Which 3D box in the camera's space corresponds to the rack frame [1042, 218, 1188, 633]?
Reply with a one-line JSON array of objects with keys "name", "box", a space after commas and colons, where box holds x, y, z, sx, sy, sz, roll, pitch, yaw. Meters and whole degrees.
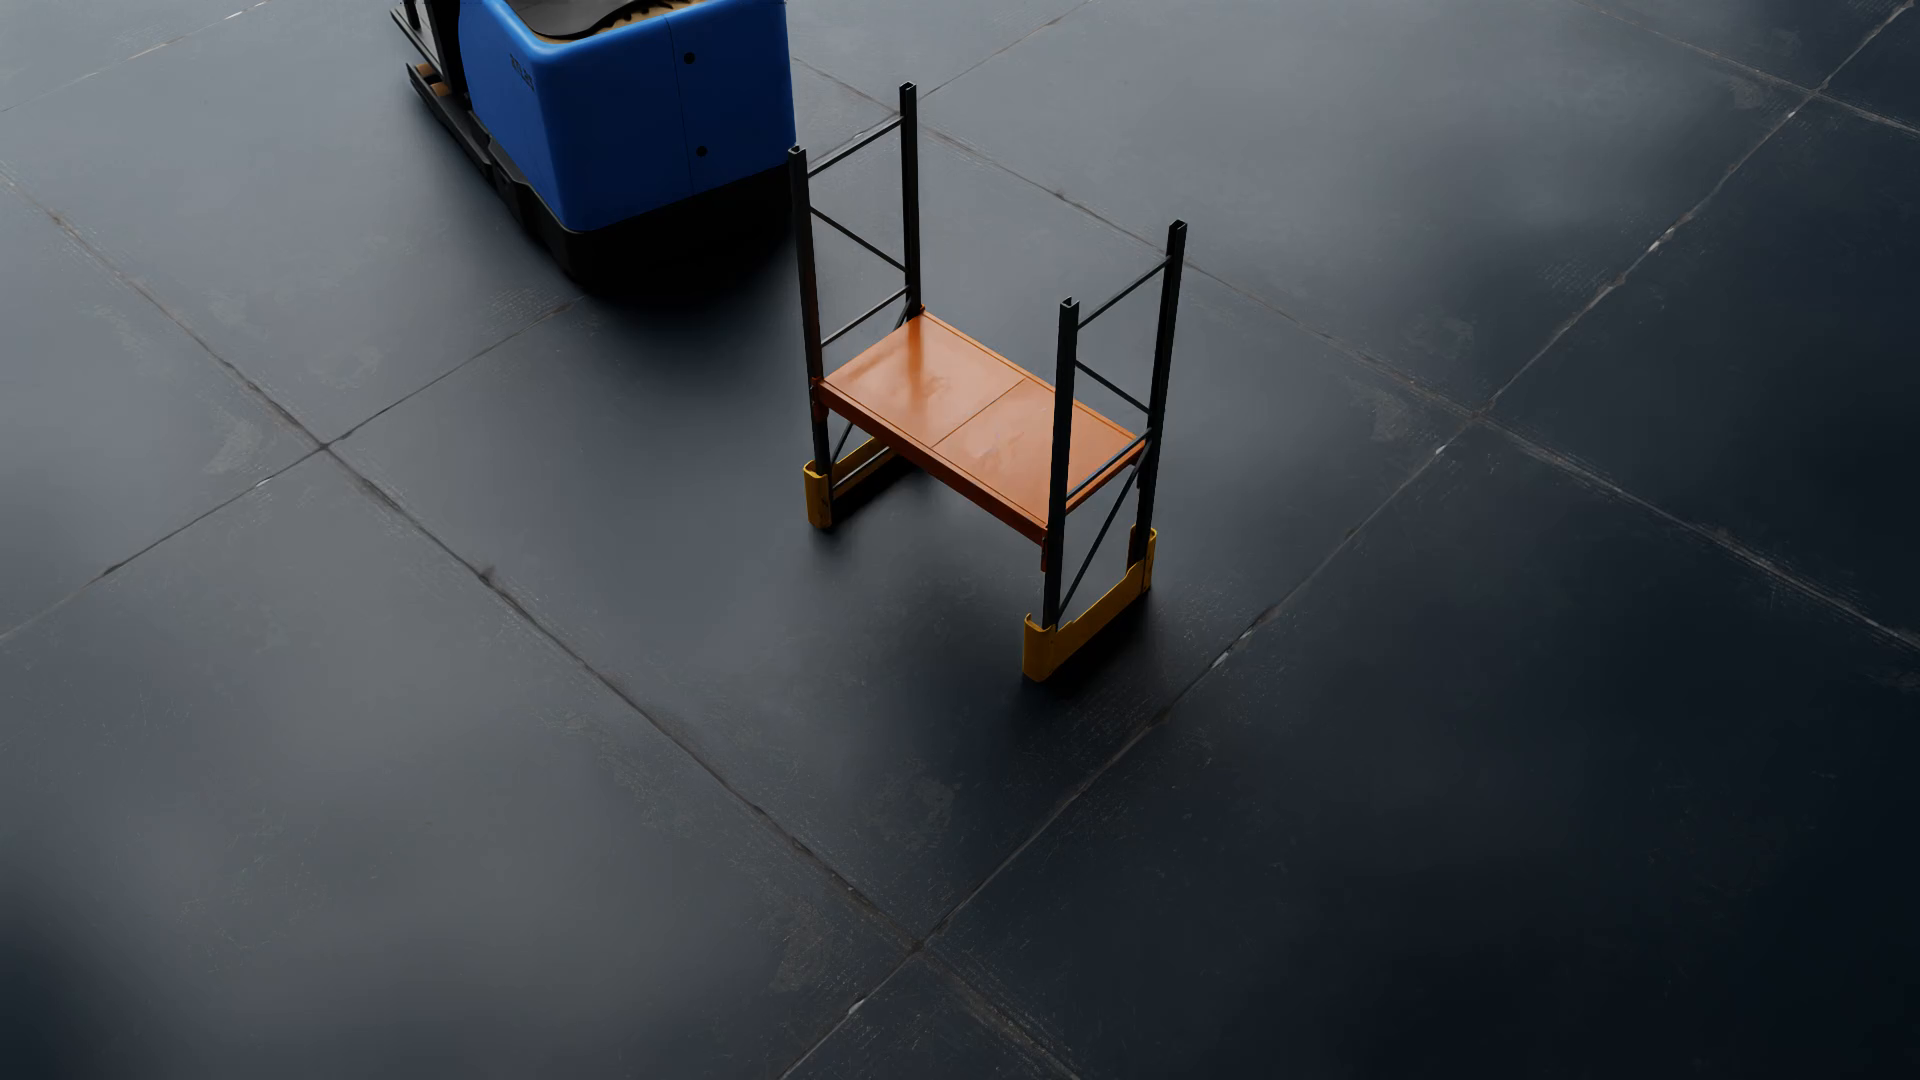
[{"name": "rack frame", "box": [0.436, -0.220, 4.928, 0.032, 1.500, 0.500, 34, 55, 28]}]

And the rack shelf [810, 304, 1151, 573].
[{"name": "rack shelf", "box": [0.063, -0.348, 5.295, 1.000, 0.185, 0.538, 34, 55, 28]}]

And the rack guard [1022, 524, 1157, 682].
[{"name": "rack guard", "box": [0.422, 0.198, 5.392, 0.087, 0.250, 0.587, 34, 55, 28]}]

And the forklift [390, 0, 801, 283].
[{"name": "forklift", "box": [-1.867, -3.079, 6.631, 1.130, 2.935, 3.031, -25, 52, -22]}]

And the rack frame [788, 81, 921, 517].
[{"name": "rack frame", "box": [-0.311, -0.723, 5.400, 0.032, 1.500, 0.500, 34, 55, 28]}]

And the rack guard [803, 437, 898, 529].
[{"name": "rack guard", "box": [-0.310, -0.294, 5.855, 0.087, 0.250, 0.587, 34, 55, 28]}]

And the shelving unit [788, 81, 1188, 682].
[{"name": "shelving unit", "box": [0.056, -0.476, 5.168, 1.083, 1.500, 0.587, 34, 55, 28]}]
